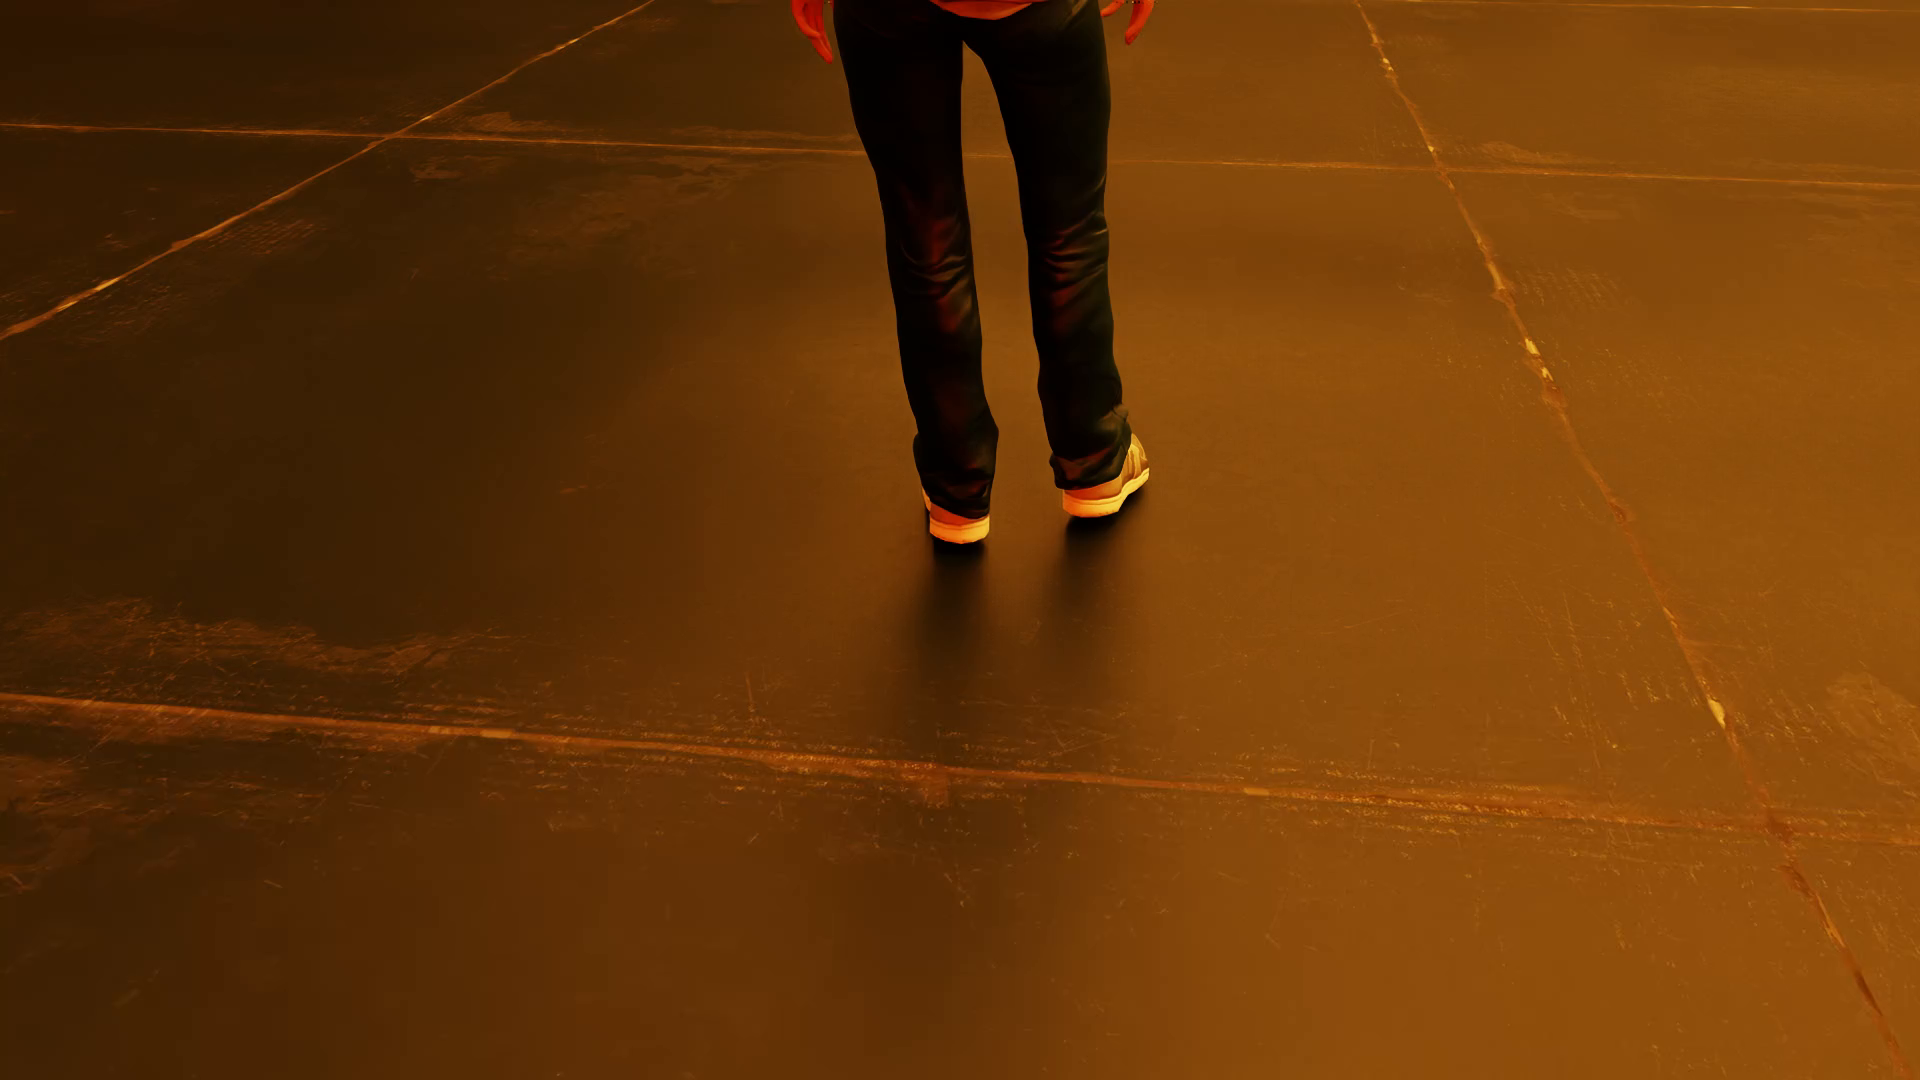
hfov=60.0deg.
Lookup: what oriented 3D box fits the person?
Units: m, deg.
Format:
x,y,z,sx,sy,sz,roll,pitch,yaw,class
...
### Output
x,y,z,sx,sy,sz,roll,pitch,yaw,class
0.024,-0.752,2.206,0.520,1.595,0.473,3,27,7,person
